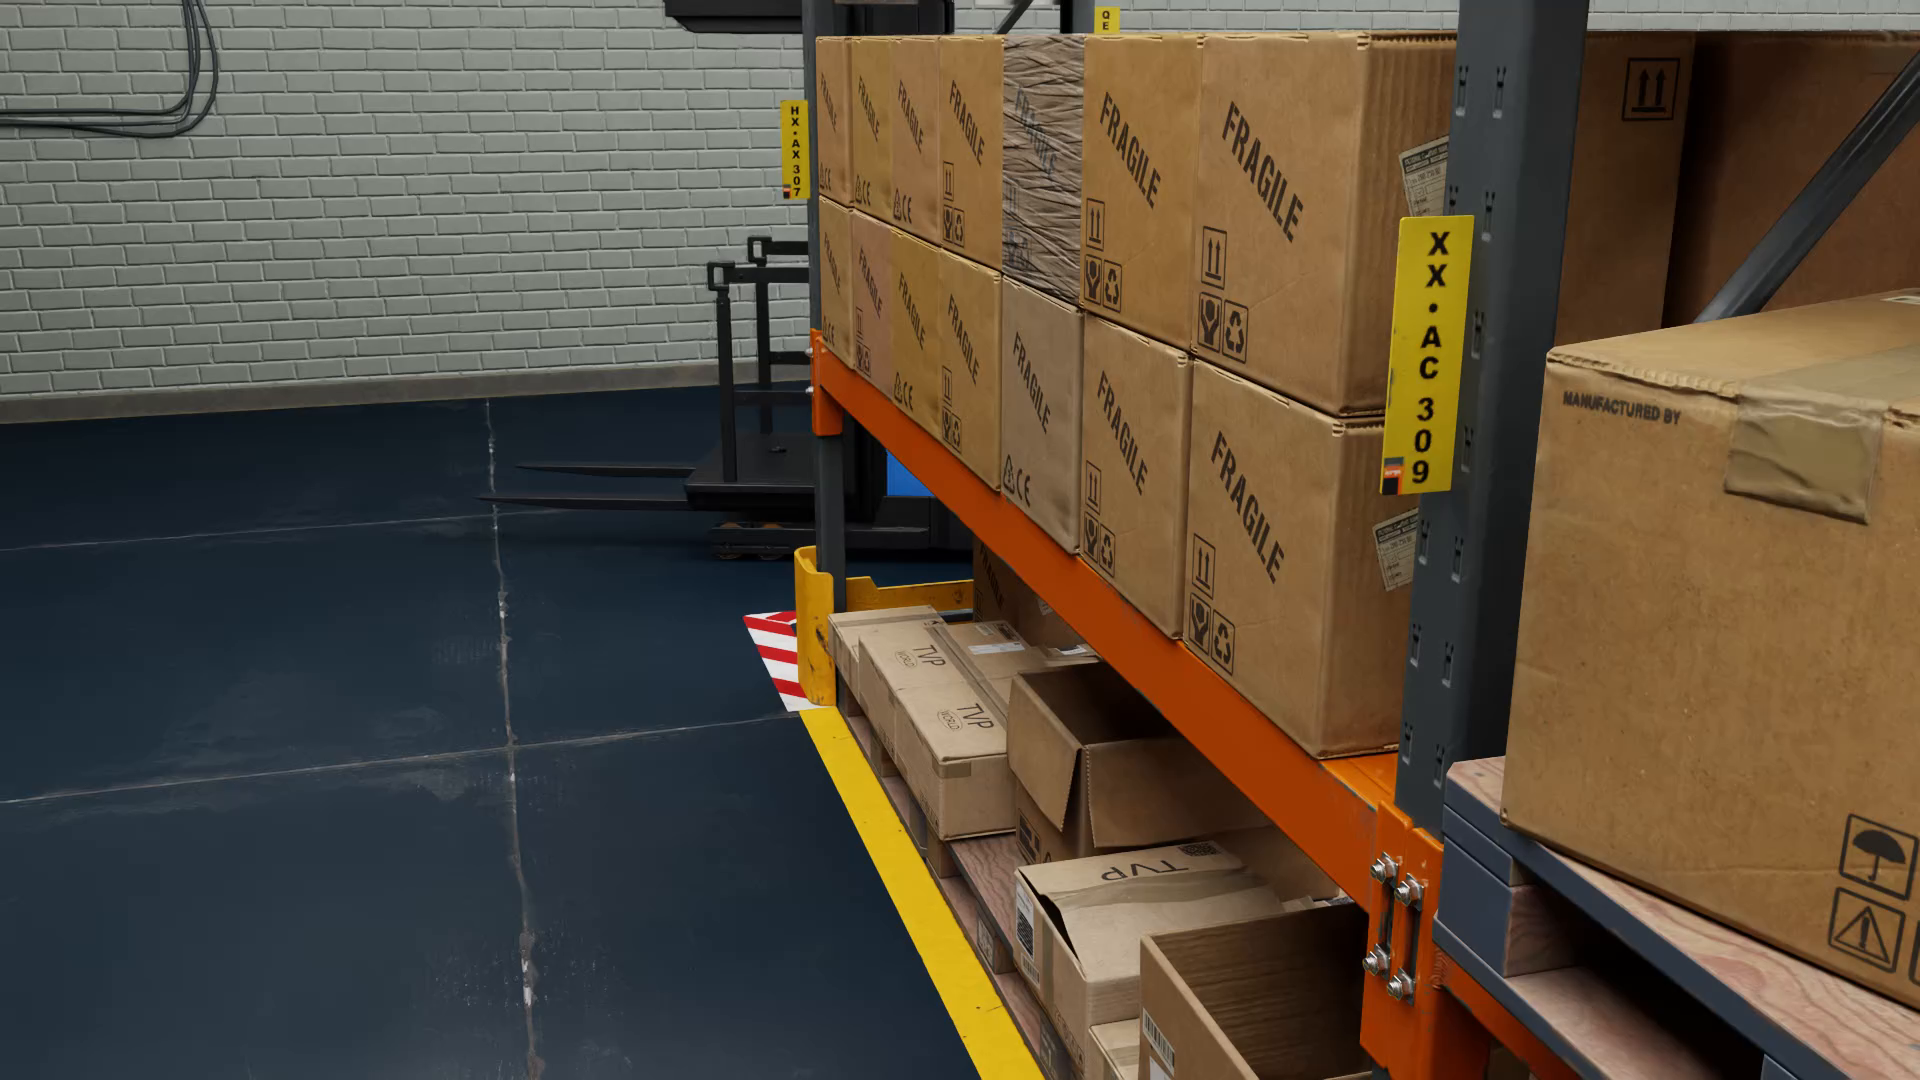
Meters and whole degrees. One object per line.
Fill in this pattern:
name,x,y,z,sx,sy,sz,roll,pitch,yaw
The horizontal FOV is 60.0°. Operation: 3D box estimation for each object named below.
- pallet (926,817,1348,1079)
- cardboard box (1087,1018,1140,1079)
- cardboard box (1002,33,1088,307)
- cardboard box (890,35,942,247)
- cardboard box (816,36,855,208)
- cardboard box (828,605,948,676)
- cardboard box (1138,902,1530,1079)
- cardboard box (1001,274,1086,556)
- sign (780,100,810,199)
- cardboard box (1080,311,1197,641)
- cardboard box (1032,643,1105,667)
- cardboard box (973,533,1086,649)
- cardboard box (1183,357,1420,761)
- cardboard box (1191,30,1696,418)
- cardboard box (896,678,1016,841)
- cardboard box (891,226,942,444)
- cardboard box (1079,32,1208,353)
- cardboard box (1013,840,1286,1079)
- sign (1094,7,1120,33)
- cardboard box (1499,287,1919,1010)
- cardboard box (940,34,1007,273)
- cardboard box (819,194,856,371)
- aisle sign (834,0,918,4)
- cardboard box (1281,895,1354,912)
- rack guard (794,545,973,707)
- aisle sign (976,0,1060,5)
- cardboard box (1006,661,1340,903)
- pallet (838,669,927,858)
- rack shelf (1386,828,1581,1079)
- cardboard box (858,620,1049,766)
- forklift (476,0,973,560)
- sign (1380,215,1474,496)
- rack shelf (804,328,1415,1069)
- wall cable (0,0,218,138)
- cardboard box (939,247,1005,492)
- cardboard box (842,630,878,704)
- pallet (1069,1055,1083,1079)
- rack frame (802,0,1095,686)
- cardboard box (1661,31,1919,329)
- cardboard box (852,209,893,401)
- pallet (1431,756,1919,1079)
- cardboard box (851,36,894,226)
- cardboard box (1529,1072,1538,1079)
pallet,0.540,0.964,4.375,1.003,0.211,1.213,-5,17,-15
cardboard box,0.477,1.077,3.342,0.380,0.149,0.250,-5,17,-15
cardboard box,0.397,-0.770,3.390,0.500,0.500,0.500,-5,17,-15
cardboard box,0.120,-1.050,4.322,0.500,0.500,0.500,-4,17,-14
cardboard box,-0.164,-1.333,5.263,0.500,0.500,0.500,-4,17,-14
cardboard box,-0.248,0.348,5.770,0.380,0.149,0.250,-5,17,-15
cardboard box,0.638,1.008,2.962,0.500,0.500,0.500,-5,17,-15
cardboard box,0.397,-0.293,3.541,0.500,0.500,0.500,-4,17,-14
sign,-0.554,-1.321,5.632,0.100,0.325,0.005,-5,17,-15
cardboard box,0.540,-0.151,3.069,0.500,0.500,0.500,-4,17,-14
cardboard box,0.379,0.447,5.411,0.380,0.166,0.250,-5,17,-15
cardboard box,0.354,0.168,5.760,0.500,0.500,0.500,-5,17,-15
cardboard box,0.683,-0.009,2.594,0.500,0.500,0.500,-4,17,-14
cardboard box,0.679,-0.489,2.455,0.500,0.500,0.500,-5,17,-15
cardboard box,0.119,0.606,4.735,0.500,0.250,0.500,-5,17,-15
cardboard box,0.118,-0.572,4.470,0.500,0.500,0.500,-5,17,-15
cardboard box,0.536,-0.631,2.926,0.500,0.500,0.500,-5,17,-16
cardboard box,0.432,0.891,3.680,0.500,0.311,0.500,-5,17,-15
sign,0.507,-1.694,5.815,0.100,0.325,0.005,-5,17,-15
cardboard box,0.982,0.057,1.646,0.700,0.500,0.500,-12,20,-34
cardboard box,0.260,-0.909,3.854,0.500,0.500,0.500,-5,17,-16
cardboard box,-0.164,-0.854,5.407,0.500,0.500,0.500,-4,17,-14
aisle sign,-0.333,-2.190,5.511,0.394,0.787,0.004,-5,17,-15
cardboard box,0.912,0.931,3.797,0.380,0.166,0.250,-5,17,-15
rack guard,-0.011,0.269,6.189,1.175,0.500,0.348,-5,17,-15
aisle sign,0.243,-2.238,5.669,0.394,0.787,0.004,-5,17,-15
cardboard box,0.546,0.622,4.240,0.797,0.503,0.637,-5,17,-15
pallet,0.209,0.628,5.496,1.003,0.211,1.213,-5,17,-15
rack shelf,1.617,1.055,0.478,1.077,0.370,4.000,-5,17,-15
cardboard box,-0.018,0.468,5.196,0.500,0.250,0.500,-5,17,-15
forklift,-0.754,-1.461,7.720,3.031,2.935,1.130,1,17,3
sign,0.547,-0.213,1.941,0.100,0.325,0.005,-5,17,-15
rack shelf,0.517,-0.052,4.161,1.077,0.370,4.000,-5,17,-15
wall cable,-6.005,-3.536,9.478,3.097,2.526,0.112,-5,17,-15
cardboard box,0.254,-0.434,4.009,0.500,0.500,0.500,-4,17,-15
cardboard box,-0.179,0.409,5.537,0.380,0.166,0.250,-5,17,-15
pallet,0.879,1.302,3.250,1.003,0.211,1.213,-5,17,-15
rack frame,-0.032,-0.950,5.899,1.000,3.000,0.127,-5,17,-15
cardboard box,1.208,-0.522,2.565,0.500,0.500,0.500,-4,17,-14
cardboard box,-0.017,-0.712,4.933,0.500,0.500,0.500,-5,17,-16
pallet,1.182,0.478,1.479,1.003,0.211,1.213,-5,17,-15
cardboard box,-0.013,-1.189,4.784,0.500,0.500,0.500,-5,17,-15
cardboard box,1.160,1.101,2.983,0.500,0.311,0.500,-5,17,-15
